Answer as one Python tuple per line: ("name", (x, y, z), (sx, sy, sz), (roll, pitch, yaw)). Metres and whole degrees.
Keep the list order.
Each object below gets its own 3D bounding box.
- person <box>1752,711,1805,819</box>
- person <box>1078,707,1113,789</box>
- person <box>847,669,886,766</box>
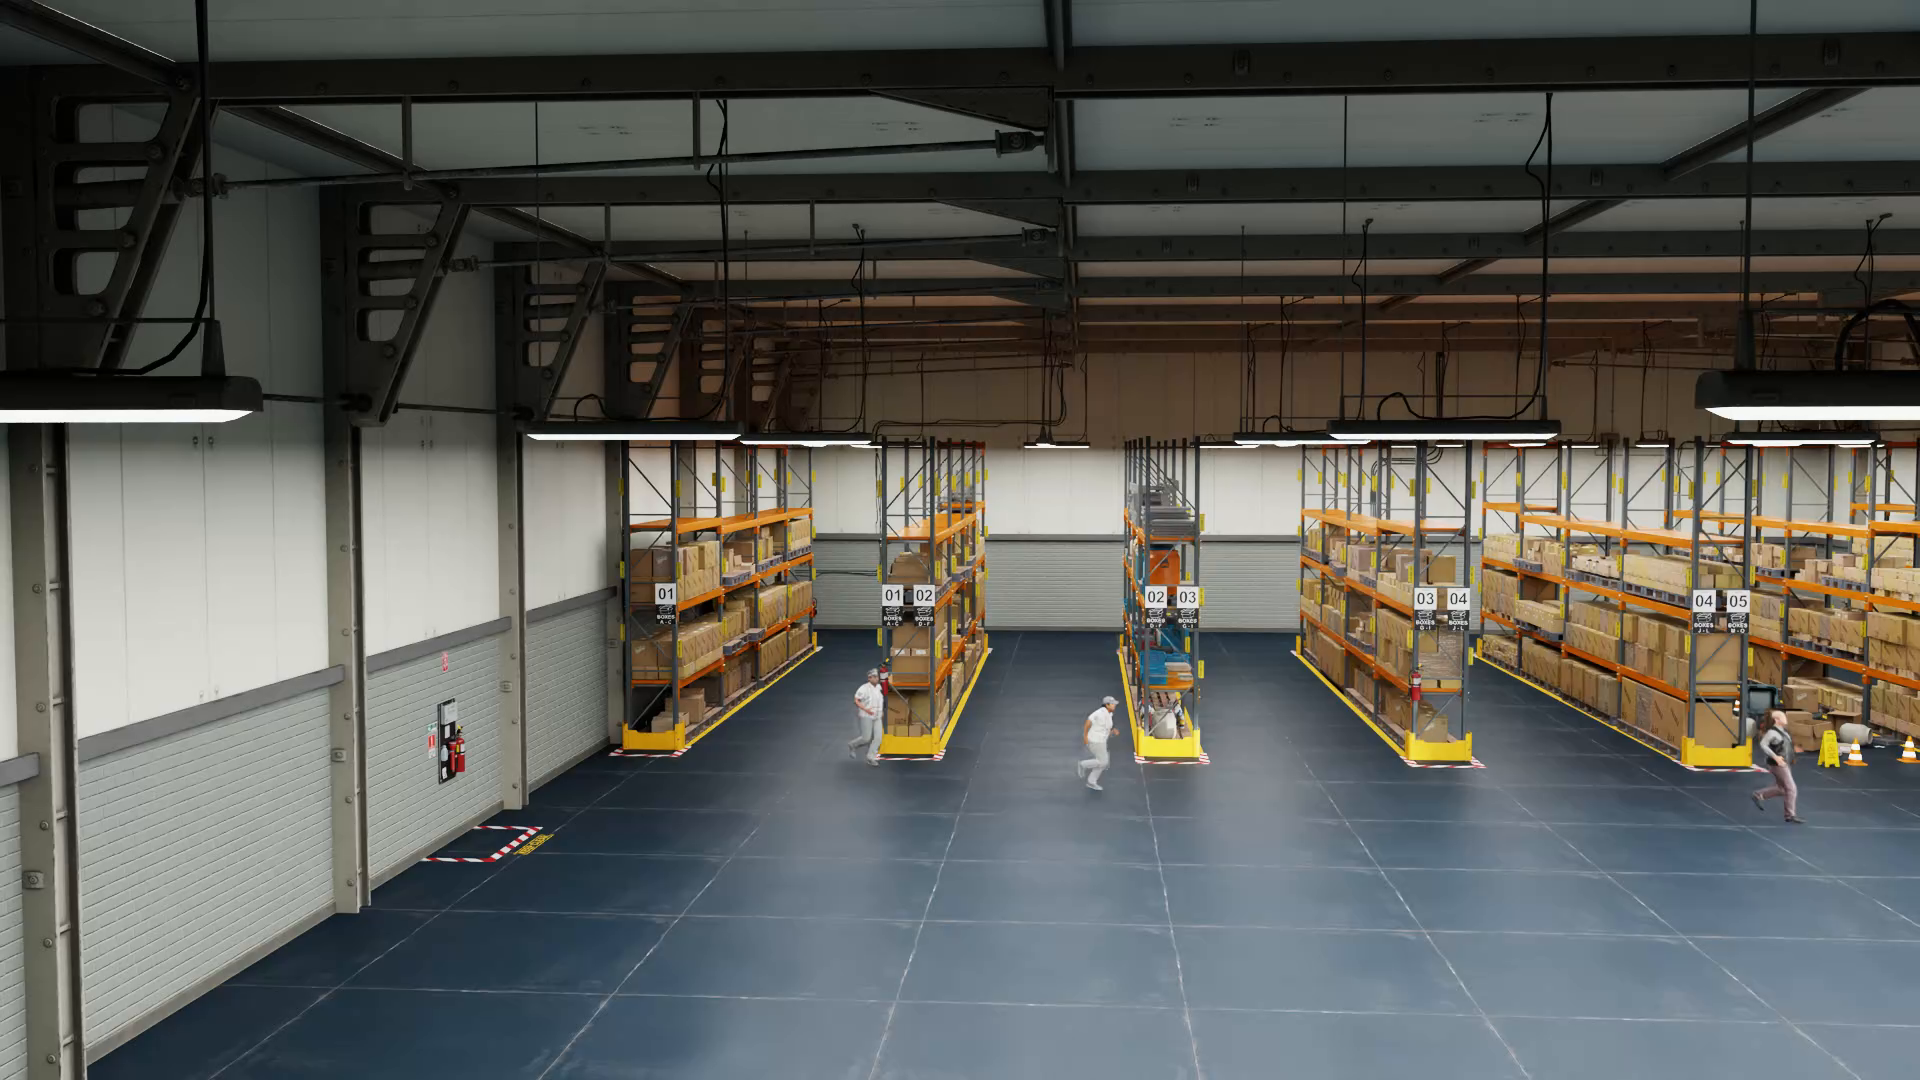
("person", (12.654, 3.466, 25.765), (0.750, 1.637, 0.669), (3, 4, 44))
("person", (2.301, 3.525, 28.226), (0.578, 1.418, 0.573), (1, 3, 18))
("person", (-1.660, 3.229, 30.497), (0.686, 1.751, 0.743), (-3, 4, -43))
